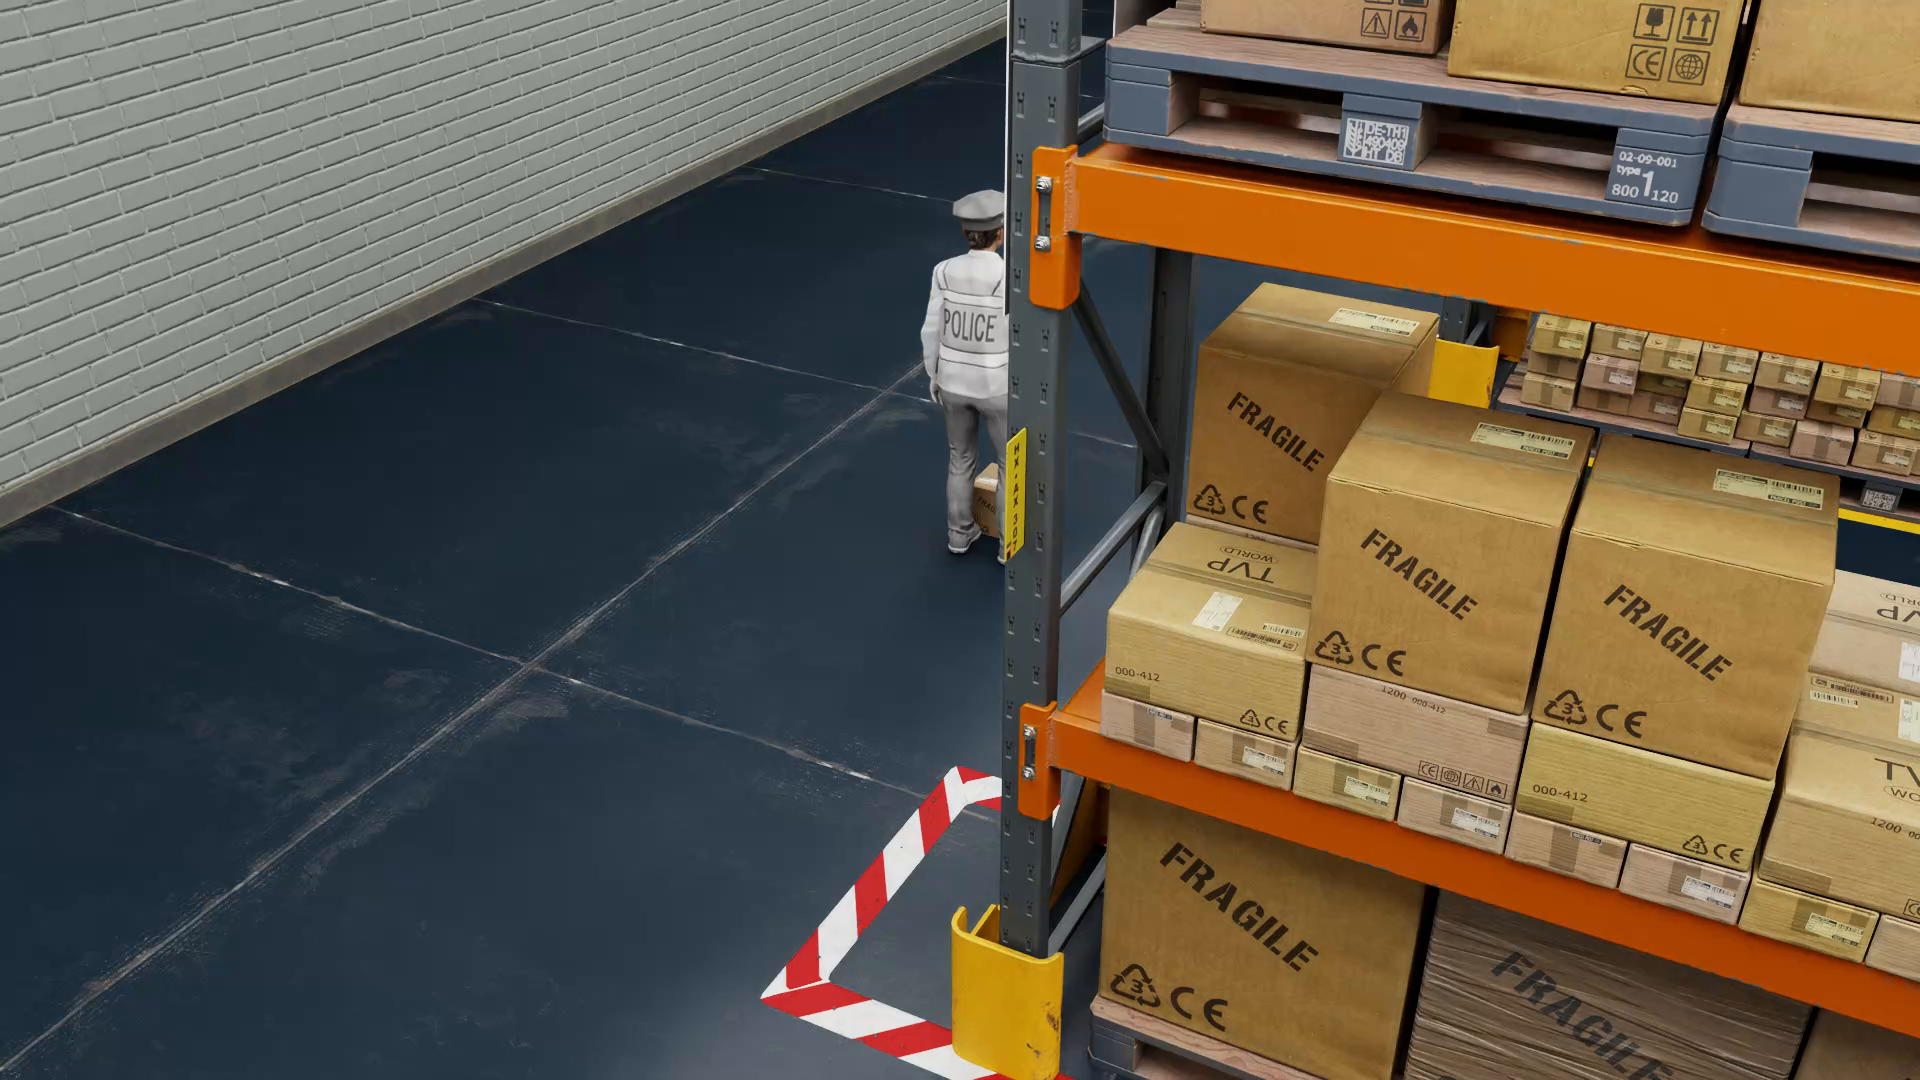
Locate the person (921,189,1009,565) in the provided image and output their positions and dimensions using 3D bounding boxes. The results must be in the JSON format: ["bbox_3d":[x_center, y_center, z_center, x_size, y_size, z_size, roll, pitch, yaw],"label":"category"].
[{"bbox_3d":[0.099,-0.678,7.292,0.542,1.662,0.376,12,32,20],"label":"person"}]
